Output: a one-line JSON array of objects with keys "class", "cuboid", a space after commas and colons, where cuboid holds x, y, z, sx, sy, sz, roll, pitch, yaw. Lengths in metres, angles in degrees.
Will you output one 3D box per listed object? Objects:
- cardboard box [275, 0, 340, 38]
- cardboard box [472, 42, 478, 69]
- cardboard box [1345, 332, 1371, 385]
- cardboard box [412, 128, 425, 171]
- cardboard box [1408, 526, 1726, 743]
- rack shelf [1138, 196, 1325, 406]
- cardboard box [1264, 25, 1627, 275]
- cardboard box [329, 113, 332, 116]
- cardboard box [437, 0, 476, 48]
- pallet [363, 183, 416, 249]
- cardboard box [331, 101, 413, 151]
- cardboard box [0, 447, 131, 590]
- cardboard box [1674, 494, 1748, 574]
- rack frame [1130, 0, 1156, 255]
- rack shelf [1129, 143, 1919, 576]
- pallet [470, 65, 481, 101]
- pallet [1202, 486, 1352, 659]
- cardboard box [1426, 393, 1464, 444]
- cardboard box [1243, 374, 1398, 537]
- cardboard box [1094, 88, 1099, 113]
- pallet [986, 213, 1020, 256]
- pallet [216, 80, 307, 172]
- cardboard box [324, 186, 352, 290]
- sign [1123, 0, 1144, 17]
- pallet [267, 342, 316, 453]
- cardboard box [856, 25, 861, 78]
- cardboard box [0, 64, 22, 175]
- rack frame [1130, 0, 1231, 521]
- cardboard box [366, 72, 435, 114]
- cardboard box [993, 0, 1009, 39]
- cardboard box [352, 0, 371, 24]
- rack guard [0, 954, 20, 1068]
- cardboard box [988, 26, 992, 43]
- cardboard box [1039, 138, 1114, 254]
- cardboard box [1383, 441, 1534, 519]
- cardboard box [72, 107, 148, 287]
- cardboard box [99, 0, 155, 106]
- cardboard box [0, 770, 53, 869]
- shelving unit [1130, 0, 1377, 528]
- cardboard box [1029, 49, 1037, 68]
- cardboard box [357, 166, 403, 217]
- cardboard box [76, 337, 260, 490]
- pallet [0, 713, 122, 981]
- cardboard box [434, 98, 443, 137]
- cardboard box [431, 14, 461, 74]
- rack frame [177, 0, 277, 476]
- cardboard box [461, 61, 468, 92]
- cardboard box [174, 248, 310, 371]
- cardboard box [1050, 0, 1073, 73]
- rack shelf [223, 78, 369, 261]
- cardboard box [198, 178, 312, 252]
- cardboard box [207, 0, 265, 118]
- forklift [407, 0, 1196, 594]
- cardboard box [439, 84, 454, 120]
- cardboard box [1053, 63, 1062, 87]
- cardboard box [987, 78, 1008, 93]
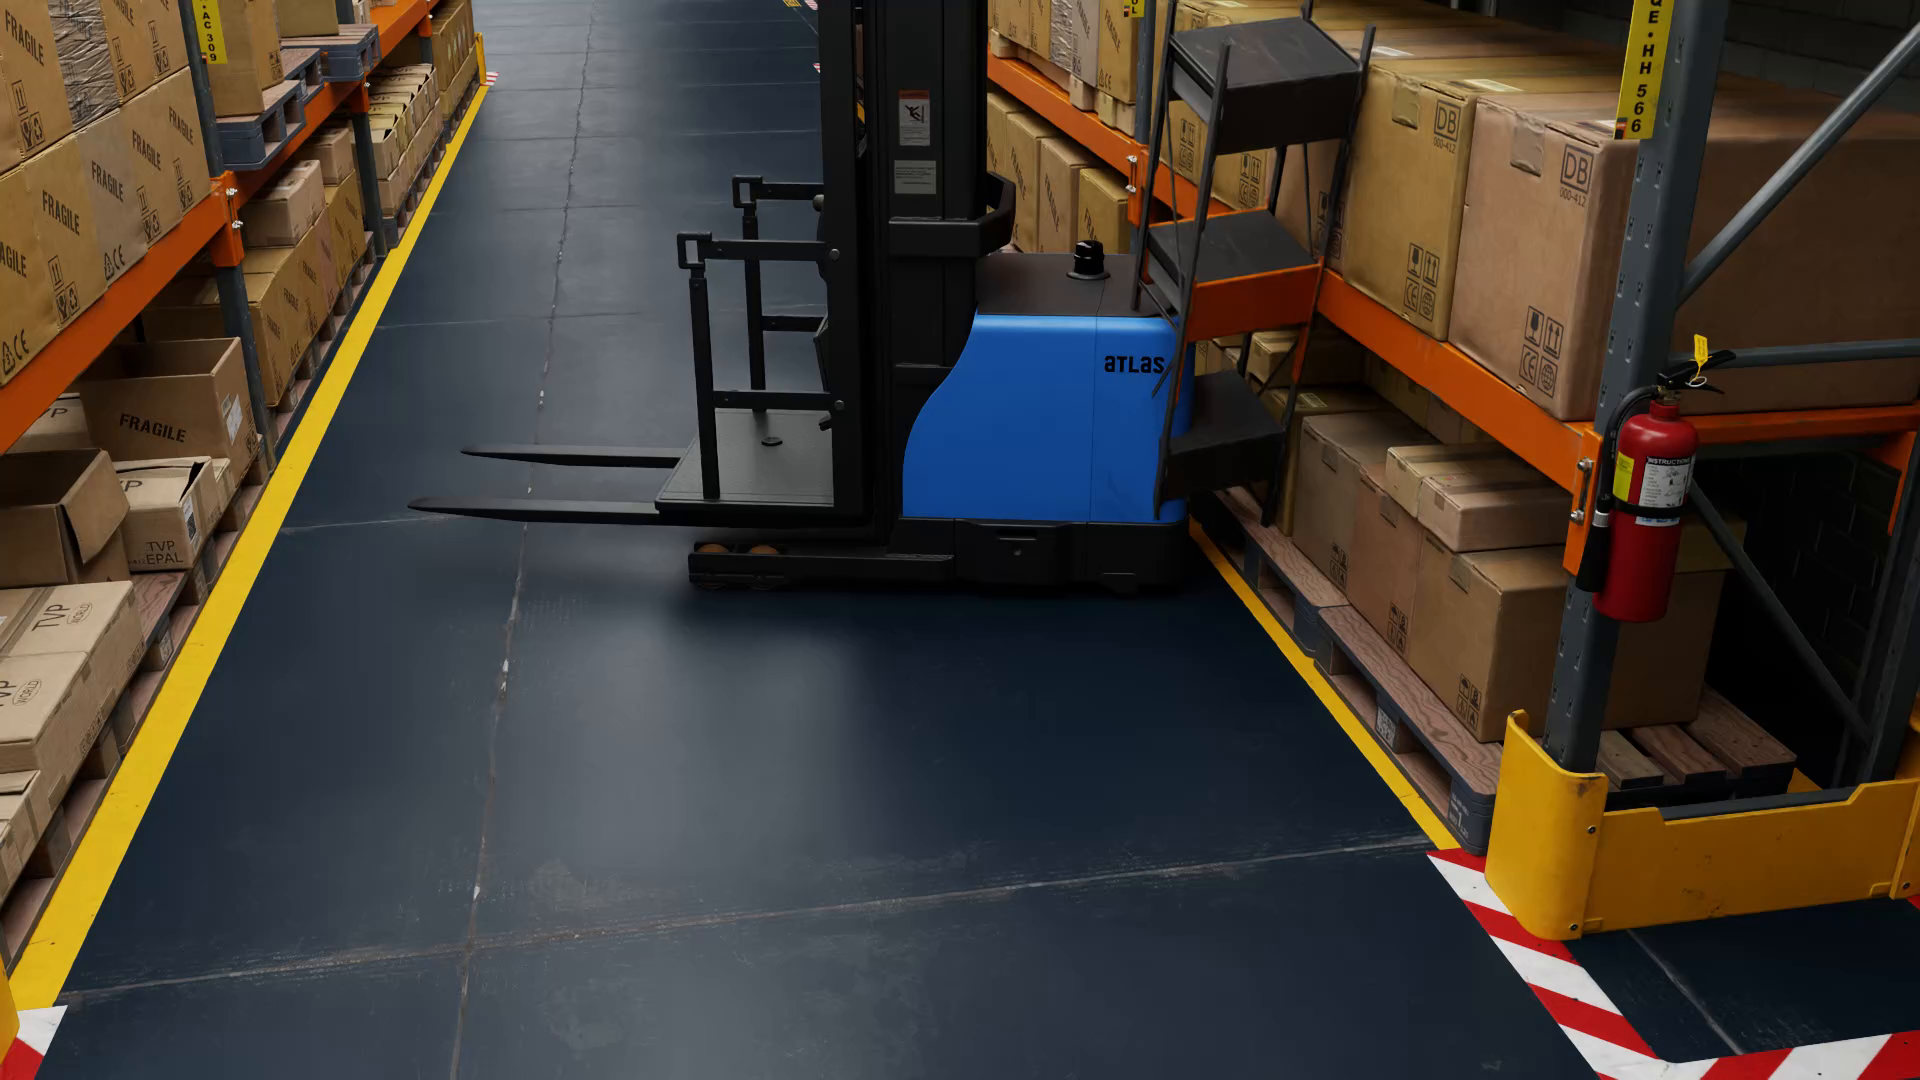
[{"class": "cardboard box", "cuboid": [-4.077, -3.219, 9.723, 0.700, 0.500, 0.500, -13, 27, -27]}, {"class": "cardboard box", "cuboid": [-5.393, -5.110, 17.613, 0.500, 0.250, 0.500, -4, 24, -10]}, {"class": "cardboard box", "cuboid": [1.704, -0.719, 6.436, 0.380, 0.149, 0.250, -4, 24, -9]}, {"class": "cardboard box", "cuboid": [-4.402, -2.984, 12.744, 0.500, 0.250, 0.500, -4, 24, -9]}, {"class": "cardboard box", "cuboid": [1.815, 0.244, 5.043, 0.700, 0.500, 0.500, -4, 24, -10]}, {"class": "rack shelf", "cuboid": [0.913, -0.833, 5.787, 0.480, 0.518, 0.431, -12, 44, -16]}, {"class": "cardboard box", "cuboid": [1.662, -1.365, 5.752, 0.980, 0.700, 0.700, -5, 24, -12]}, {"class": "cardboard box", "cuboid": [-4.836, -3.000, 12.081, 0.500, 0.311, 0.500, -4, 24, -10]}, {"class": "cardboard box", "cuboid": [-5.391, -5.454, 17.464, 0.500, 0.500, 0.500, -4, 24, -10]}, {"class": "pallet", "cuboid": [-4.418, -2.269, 11.681, 1.003, 0.211, 1.213, -4, 24, -10]}, {"class": "cardboard box", "cuboid": [-4.309, -3.044, 12.182, 0.500, 0.311, 0.500, -5, 24, -11]}, {"class": "cardboard box", "cuboid": [-3.212, 0.034, 5.493, 0.797, 0.503, 0.637, -4, 24, -10]}, {"class": "cardboard box", "cuboid": [2.035, -0.019, 4.834, 0.380, 0.149, 0.250, -4, 24, -9]}, {"class": "rack frame", "cuboid": [1.303, -2.015, 7.616, 1.000, 3.000, 0.127, -4, 24, -10]}, {"class": "rack shelf", "cuboid": [1.673, -0.898, 5.958, 1.077, 0.370, 4.000, -4, 24, -10]}, {"class": "pallet", "cuboid": [-5.600, -4.791, 17.456, 1.003, 0.211, 1.213, -4, 24, -10]}, {"class": "pallet", "cuboid": [1.596, 0.049, 6.375, 1.003, 0.211, 1.213, -4, 24, -10]}, {"class": "cardboard box", "cuboid": [1.847, -0.417, 5.745, 0.380, 0.149, 0.250, -4, 24, -9]}, {"class": "cardboard box", "cuboid": [1.523, -0.360, 6.425, 0.700, 0.500, 0.500, -4, 24, -9]}, {"class": "cardboard box", "cuboid": [0.889, -2.224, 8.382, 0.380, 0.149, 0.250, -4, 24, -8]}, {"class": "pallet", "cuboid": [0.636, -1.995, 11.053, 1.003, 0.211, 1.213, -4, 24, -10]}, {"class": "pallet", "cuboid": [-3.605, -1.881, 7.549, 1.003, 0.211, 1.213, -4, 24, -10]}, {"class": "cardboard box", "cuboid": [-3.805, -1.722, 9.519, 0.500, 0.500, 0.500, -5, 24, -12]}, {"class": "sign", "cuboid": [0.772, -2.465, 7.299, 0.100, 0.325, 0.005, -4, 24, -10]}, {"class": "pallet", "cuboid": [-3.752, -0.686, 8.057, 1.003, 0.211, 1.213, -4, 24, -10]}, {"class": "cardboard box", "cuboid": [-0.684, -4.996, 17.014, 0.700, 0.500, 0.500, -6, 24, -13]}, {"class": "cardboard box", "cuboid": [-2.839, -1.174, 4.315, 0.500, 0.500, 0.500, -4, 24, -9]}, {"class": "rack frame", "cuboid": [0.683, -0.796, 5.713, 0.015, 2.100, 0.400, -12, 44, -16]}, {"class": "cardboard box", "cuboid": [-4.584, -3.641, 13.548, 0.500, 0.311, 0.500, -4, 24, -8]}, {"class": "cardboard box", "cuboid": [0.490, -3.363, 10.180, 0.500, 0.500, 0.500, -4, 24, -8]}, {"class": "cardboard box", "cuboid": [-4.279, -3.545, 11.231, 0.500, 0.311, 0.500, -5, 24, -10]}, {"class": "rack guard", "cuboid": [-2.838, 1.042, 3.739, 1.175, 0.500, 0.348, -4, 24, -10]}, {"class": "cardboard box", "cuboid": [0.397, -3.336, 10.929, 0.380, 0.149, 0.250, -5, 24, -11]}, {"class": "cardboard box", "cuboid": [0.888, -1.818, 9.325, 0.750, 0.750, 0.750, -4, 24, -8]}, {"class": "cardboard box", "cuboid": [1.565, -0.191, 5.228, 0.380, 0.149, 0.250, -4, 24, -8]}, {"class": "cardboard box", "cuboid": [-3.026, -1.110, 5.420, 0.500, 0.500, 0.500, -4, 24, -9]}, {"class": "cardboard box", "cuboid": [-3.119, -1.770, 5.680, 0.500, 0.500, 0.500, -5, 24, -11]}, {"class": "cardboard box", "cuboid": [-2.610, 0.735, 4.310, 0.380, 0.166, 0.250, -4, 24, -10]}, {"class": "shelving unit", "cuboid": [0.914, -0.843, 5.778, 0.503, 2.100, 0.431, -12, 44, -16]}, {"class": "cardboard box", "cuboid": [0.625, -2.934, 10.008, 0.380, 0.149, 0.250, -4, 24, -9]}, {"class": "cardboard box", "cuboid": [-4.112, -2.380, 11.363, 0.500, 0.250, 0.500, -4, 24, -10]}, {"class": "cardboard box", "cuboid": [-3.180, -0.500, 6.720, 0.500, 0.500, 0.500, -4, 24, -10]}, {"class": "pallet", "cuboid": [-2.987, 0.861, 4.515, 1.003, 0.211, 1.213, -4, 24, -10]}, {"class": "cardboard box", "cuboid": [-4.682, -3.584, 14.120, 0.500, 0.250, 0.500, -5, 24, -10]}, {"class": "cardboard box", "cuboid": [-5.006, -4.668, 15.665, 0.500, 0.500, 0.500, -4, 24, -10]}, {"class": "rack frame", "cuboid": [-3.564, -1.647, 6.773, 1.000, 3.000, 0.127, -4, 24, -10]}, {"class": "cardboard box", "cuboid": [-5.104, -4.521, 16.265, 0.500, 0.250, 0.500, -4, 24, -10]}, {"class": "cardboard box", "cuboid": [-3.524, -1.120, 8.140, 0.500, 0.500, 0.500, -4, 24, -9]}, {"class": "cardboard box", "cuboid": [0.782, -2.767, 8.817, 0.500, 0.500, 0.500, -4, 24, -10]}, {"class": "rack shelf", "cuboid": [-3.934, -2.104, 8.718, 1.077, 0.370, 4.000, -4, 24, -10]}, {"class": "cardboard box", "cuboid": [-3.599, -1.648, 8.412, 0.500, 0.250, 0.500, -4, 24, -10]}, {"class": "cardboard box", "cuboid": [-3.432, -2.088, 7.133, 0.700, 0.500, 0.500, -13, 27, -27]}, {"class": "forklift", "cuboid": [-0.628, -1.361, 6.204, 3.031, 2.935, 1.130, 2, 24, 4]}, {"class": "cardboard box", "cuboid": [-4.831, -3.931, 14.913, 0.500, 0.250, 0.500, -4, 24, -10]}, {"class": "cardboard box", "cuboid": [0.733, -2.629, 9.311, 0.380, 0.149, 0.250, -4, 24, -8]}, {"class": "cardboard box", "cuboid": [0.336, -3.496, 12.644, 0.500, 0.250, 0.500, -4, 24, -9]}]
